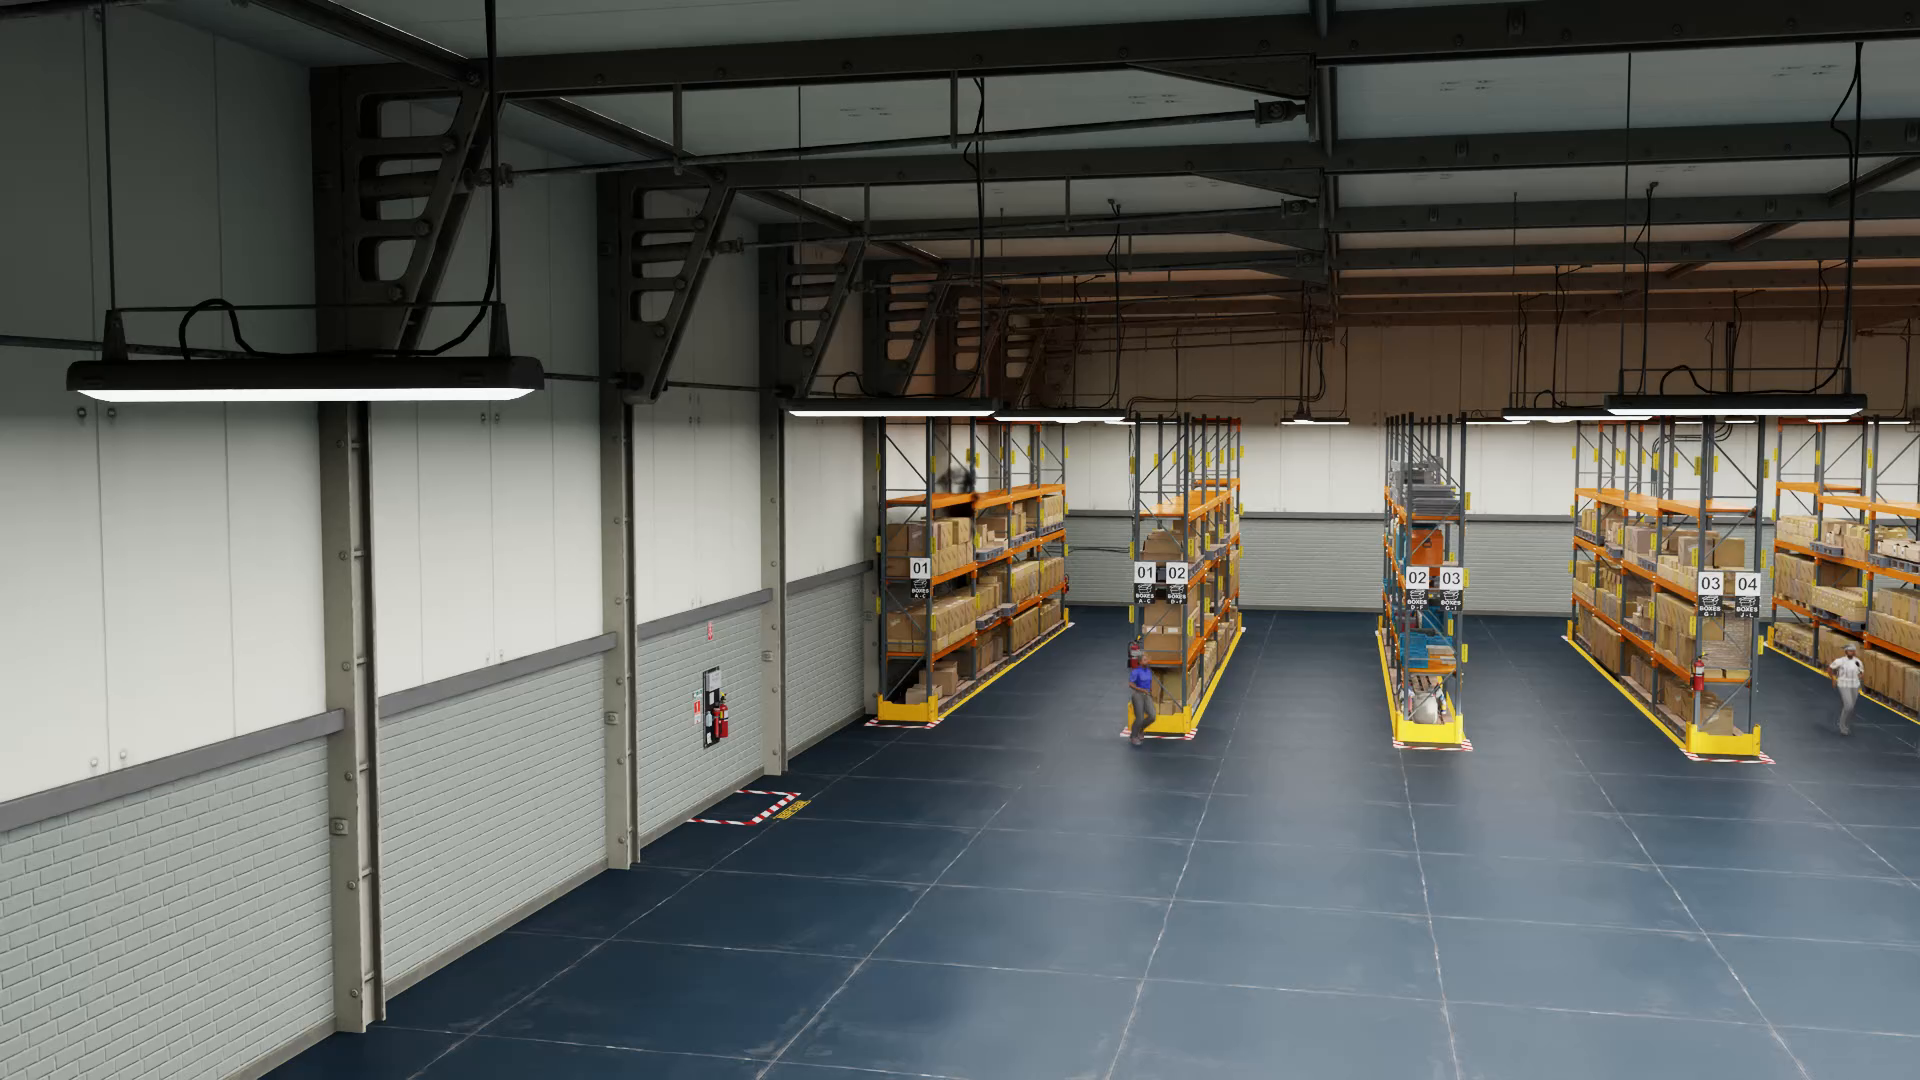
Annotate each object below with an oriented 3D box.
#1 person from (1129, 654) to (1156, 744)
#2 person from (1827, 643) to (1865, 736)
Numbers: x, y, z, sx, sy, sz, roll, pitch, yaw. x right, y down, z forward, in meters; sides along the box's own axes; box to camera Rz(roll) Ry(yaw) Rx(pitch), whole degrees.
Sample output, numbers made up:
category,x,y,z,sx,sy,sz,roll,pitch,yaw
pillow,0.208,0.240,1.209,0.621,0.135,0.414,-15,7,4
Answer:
category,x,y,z,sx,sy,sz,roll,pitch,yaw
person,3.332,2.880,30.067,0.597,1.624,0.536,-3,5,-37
person,16.579,2.788,31.029,0.543,1.737,0.713,0,4,-2
